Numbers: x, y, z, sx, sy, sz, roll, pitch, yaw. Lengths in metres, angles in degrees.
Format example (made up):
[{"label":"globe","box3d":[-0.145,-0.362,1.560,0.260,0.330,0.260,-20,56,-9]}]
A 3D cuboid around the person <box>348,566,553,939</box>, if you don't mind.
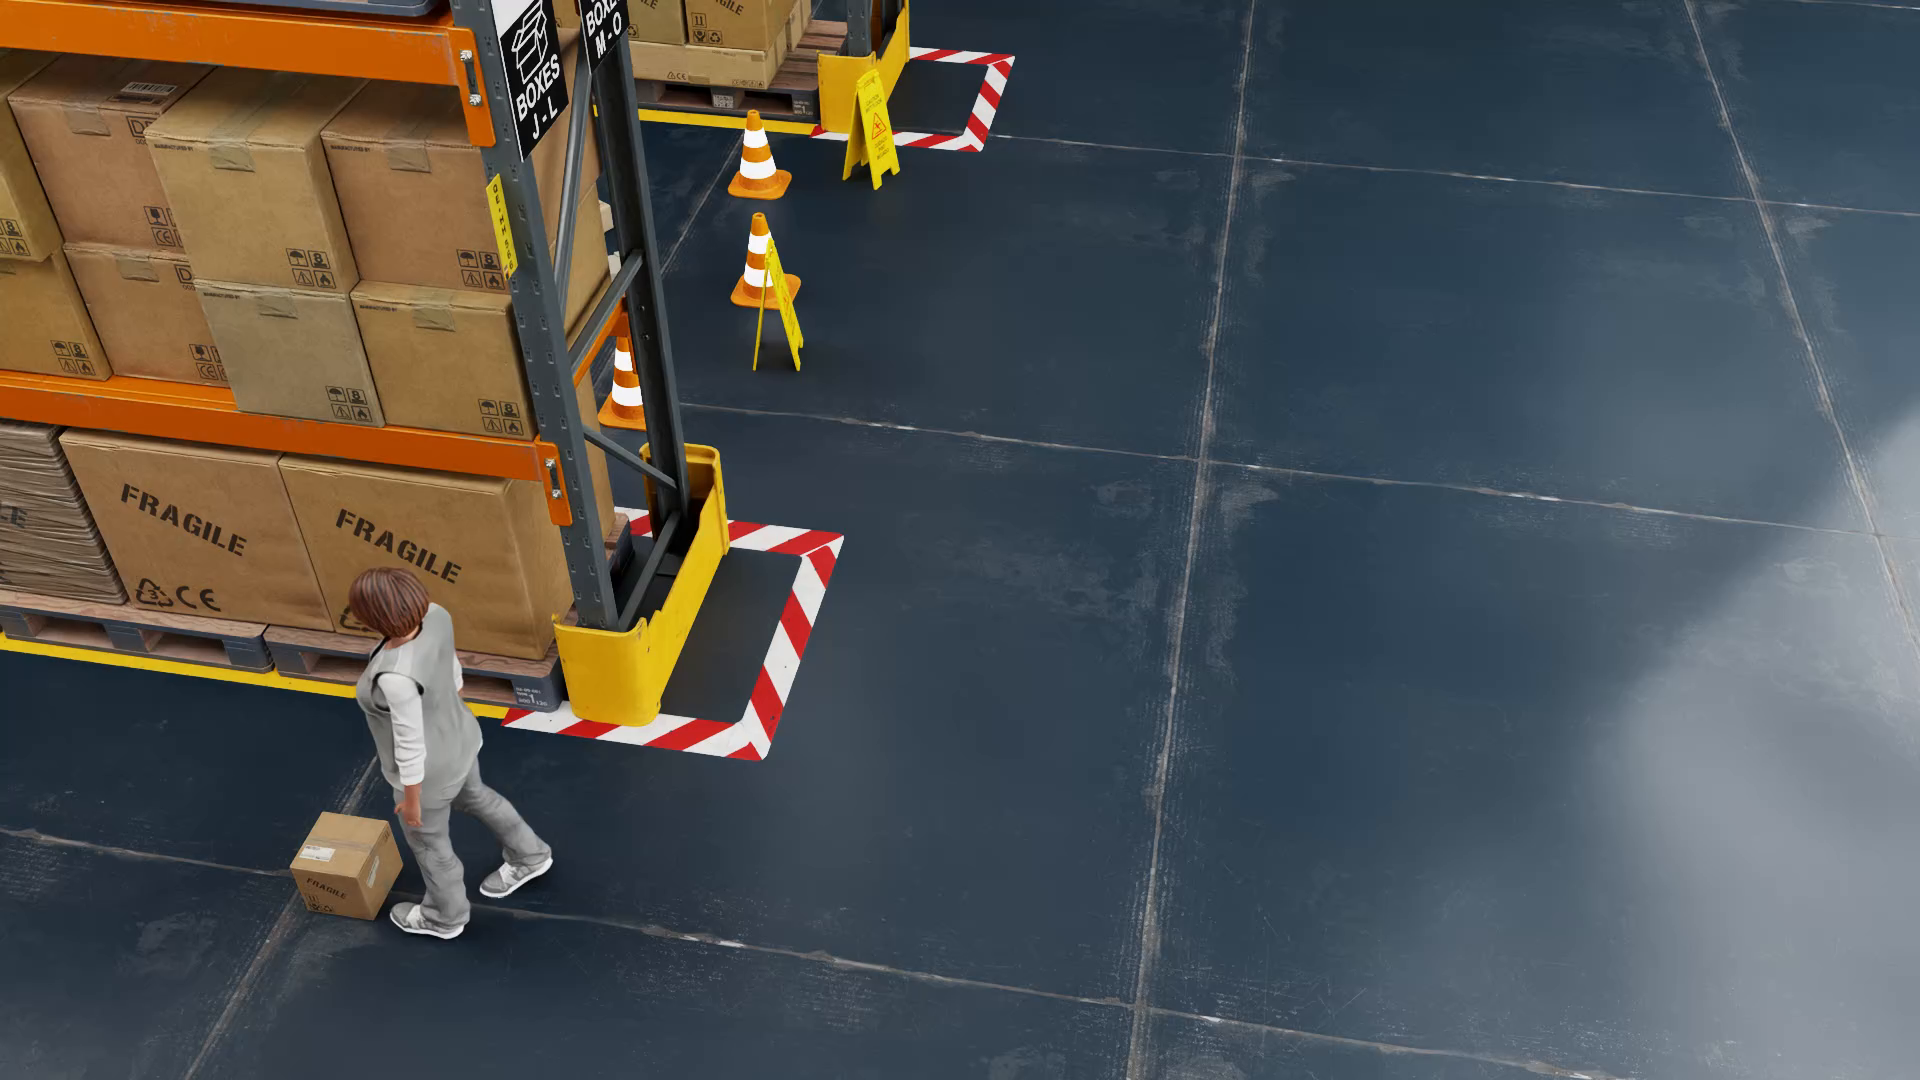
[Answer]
[{"label":"person","box3d":[-1.727,0.707,5.366,0.523,1.597,0.438,3,41,3]}]
